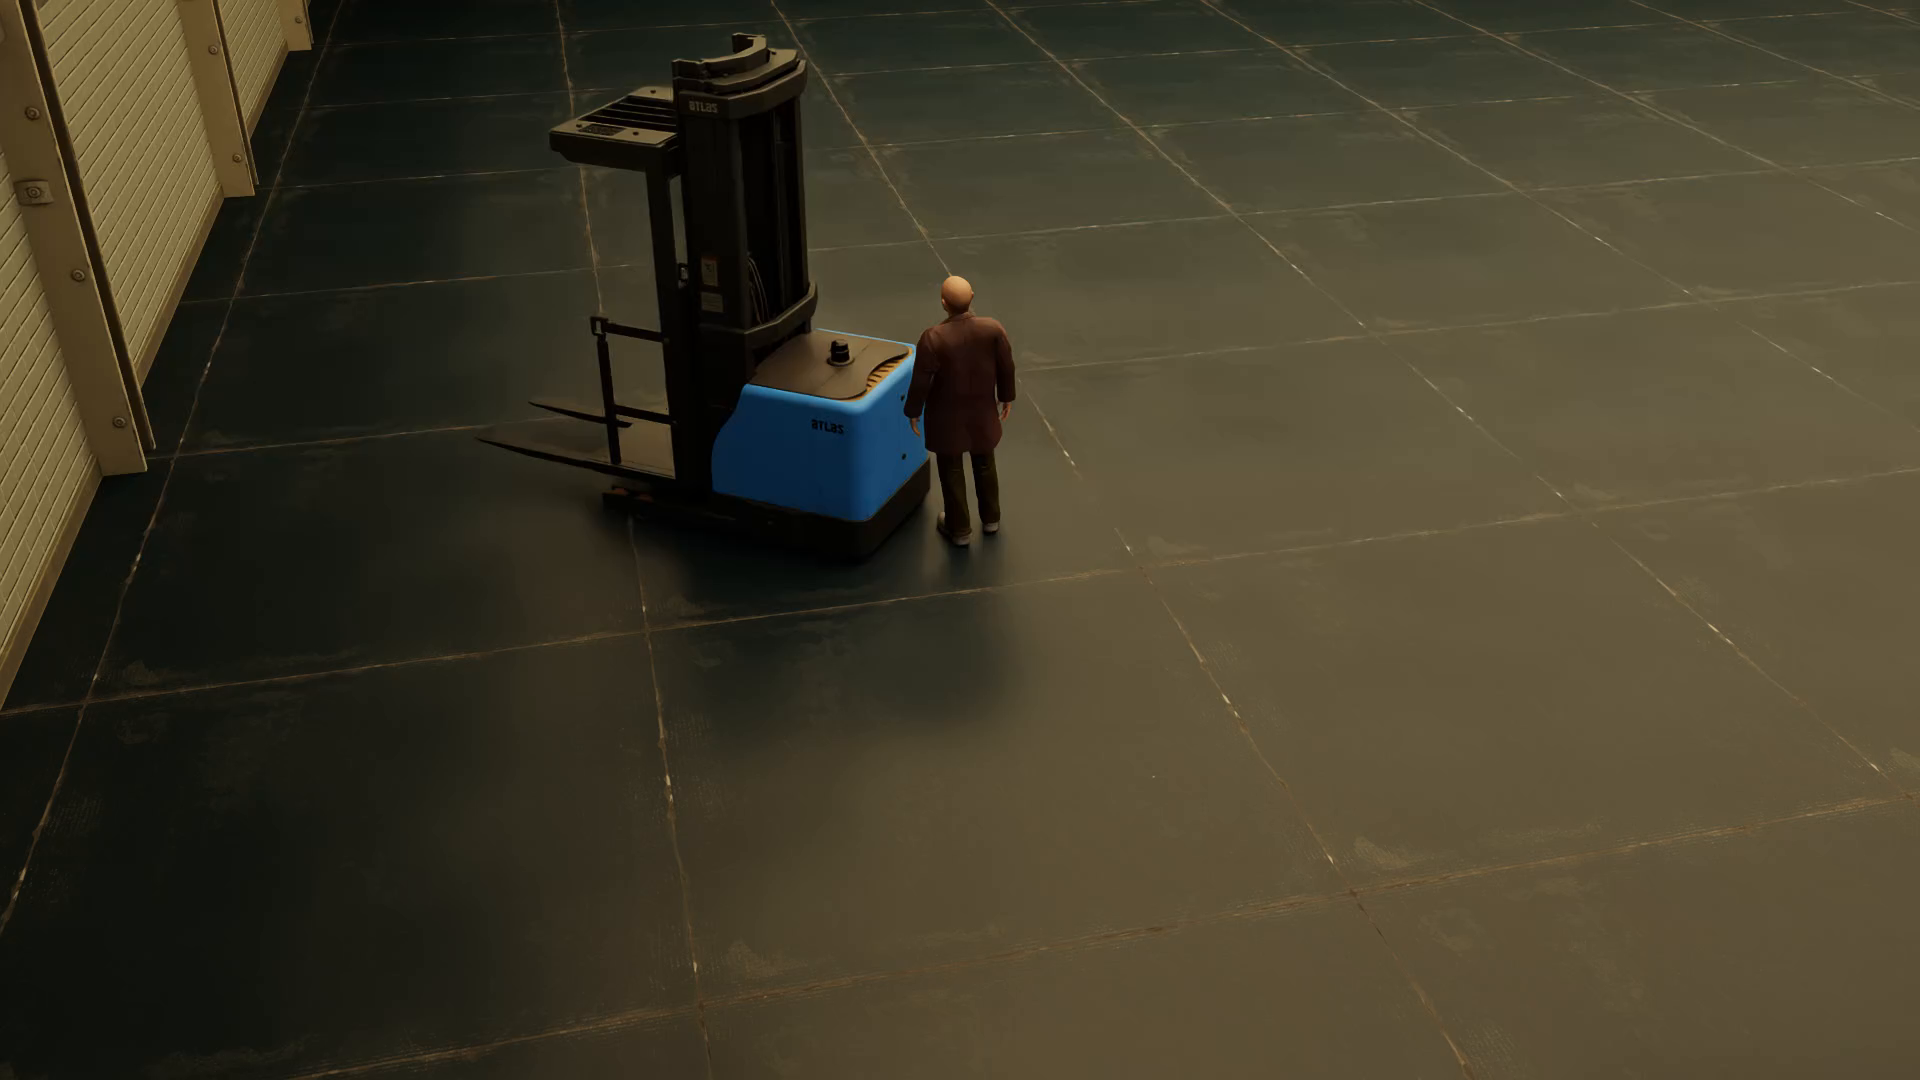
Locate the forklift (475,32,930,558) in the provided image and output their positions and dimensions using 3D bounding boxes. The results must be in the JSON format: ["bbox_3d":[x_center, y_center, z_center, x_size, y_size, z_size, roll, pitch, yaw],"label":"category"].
[{"bbox_3d":[-1.763,-1.629,10.388,3.031,2.935,1.130,12,32,20],"label":"forklift"}]

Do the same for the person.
[{"bbox_3d":[-0.016,-0.820,10.128,0.696,1.776,0.582,-7,31,-12],"label":"person"}]
